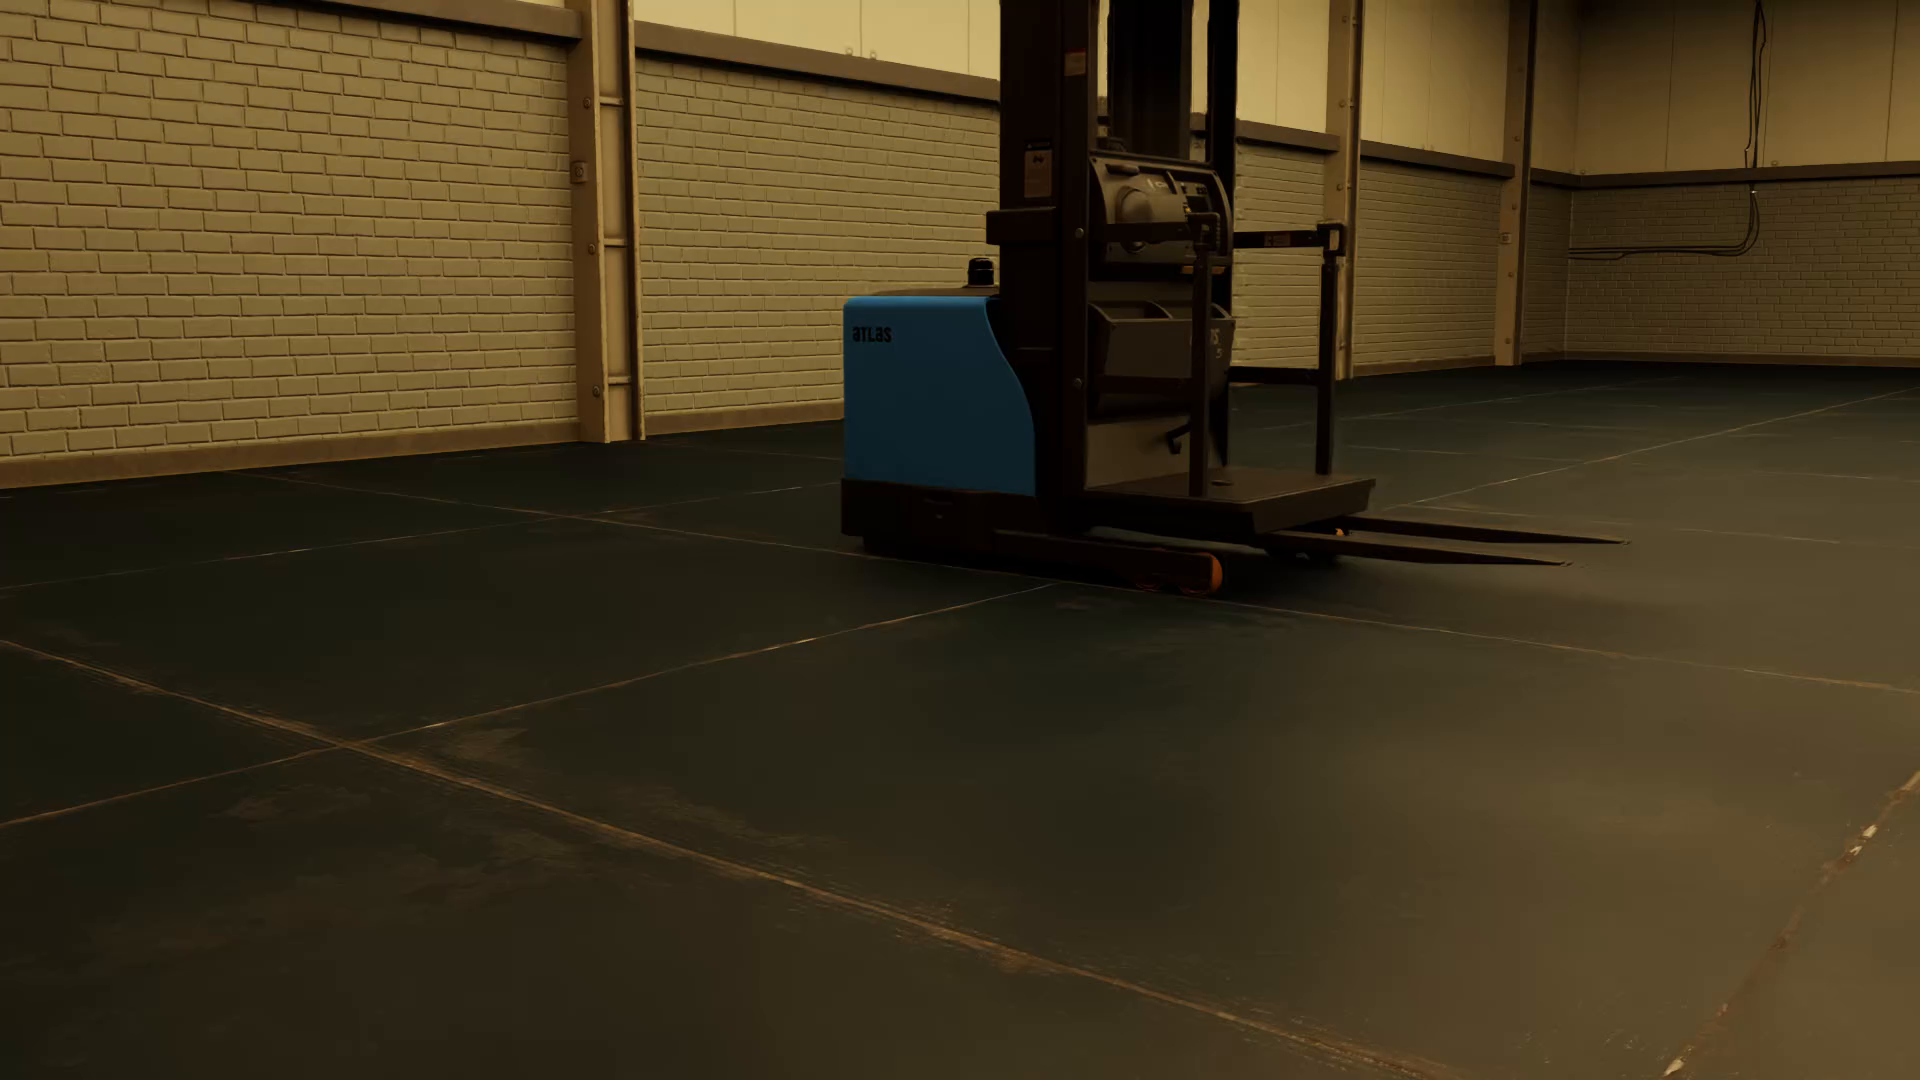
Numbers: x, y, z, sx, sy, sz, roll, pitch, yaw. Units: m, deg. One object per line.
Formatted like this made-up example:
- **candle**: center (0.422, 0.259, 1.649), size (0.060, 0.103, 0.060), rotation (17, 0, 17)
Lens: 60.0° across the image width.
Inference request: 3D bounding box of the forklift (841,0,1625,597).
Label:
- **forklift**: center (0.959, -1.329, 6.367), size (3.031, 2.935, 1.130), rotation (7, 11, 38)
